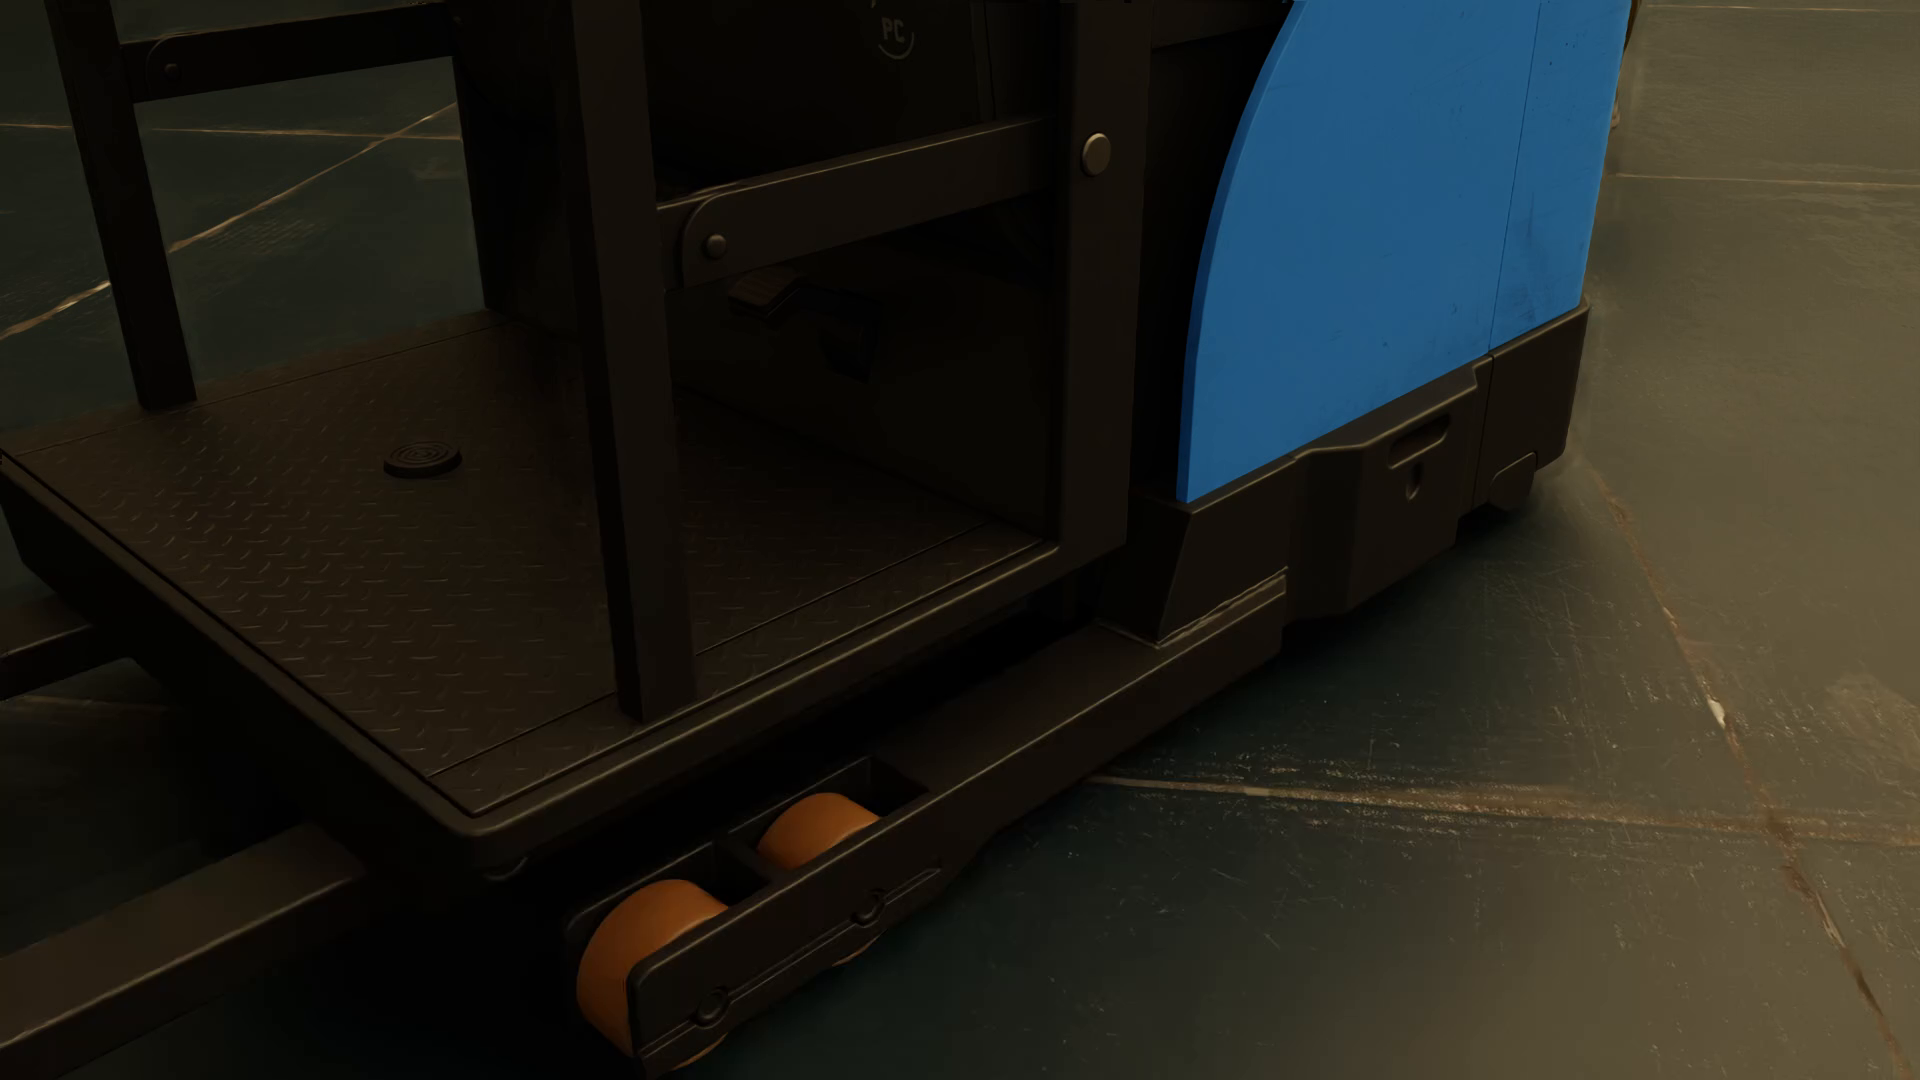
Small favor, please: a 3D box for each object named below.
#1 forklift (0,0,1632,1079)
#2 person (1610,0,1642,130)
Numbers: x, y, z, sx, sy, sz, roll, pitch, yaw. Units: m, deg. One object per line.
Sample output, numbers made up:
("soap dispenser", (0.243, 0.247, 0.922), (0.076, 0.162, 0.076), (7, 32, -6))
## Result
("forklift", (-0.426, -1.087, 1.395), (1.130, 2.935, 3.031), (23, 35, 39))
("person", (1.731, -1.959, 4.466), (0.913, 1.762, 0.746), (14, 30, 26))
